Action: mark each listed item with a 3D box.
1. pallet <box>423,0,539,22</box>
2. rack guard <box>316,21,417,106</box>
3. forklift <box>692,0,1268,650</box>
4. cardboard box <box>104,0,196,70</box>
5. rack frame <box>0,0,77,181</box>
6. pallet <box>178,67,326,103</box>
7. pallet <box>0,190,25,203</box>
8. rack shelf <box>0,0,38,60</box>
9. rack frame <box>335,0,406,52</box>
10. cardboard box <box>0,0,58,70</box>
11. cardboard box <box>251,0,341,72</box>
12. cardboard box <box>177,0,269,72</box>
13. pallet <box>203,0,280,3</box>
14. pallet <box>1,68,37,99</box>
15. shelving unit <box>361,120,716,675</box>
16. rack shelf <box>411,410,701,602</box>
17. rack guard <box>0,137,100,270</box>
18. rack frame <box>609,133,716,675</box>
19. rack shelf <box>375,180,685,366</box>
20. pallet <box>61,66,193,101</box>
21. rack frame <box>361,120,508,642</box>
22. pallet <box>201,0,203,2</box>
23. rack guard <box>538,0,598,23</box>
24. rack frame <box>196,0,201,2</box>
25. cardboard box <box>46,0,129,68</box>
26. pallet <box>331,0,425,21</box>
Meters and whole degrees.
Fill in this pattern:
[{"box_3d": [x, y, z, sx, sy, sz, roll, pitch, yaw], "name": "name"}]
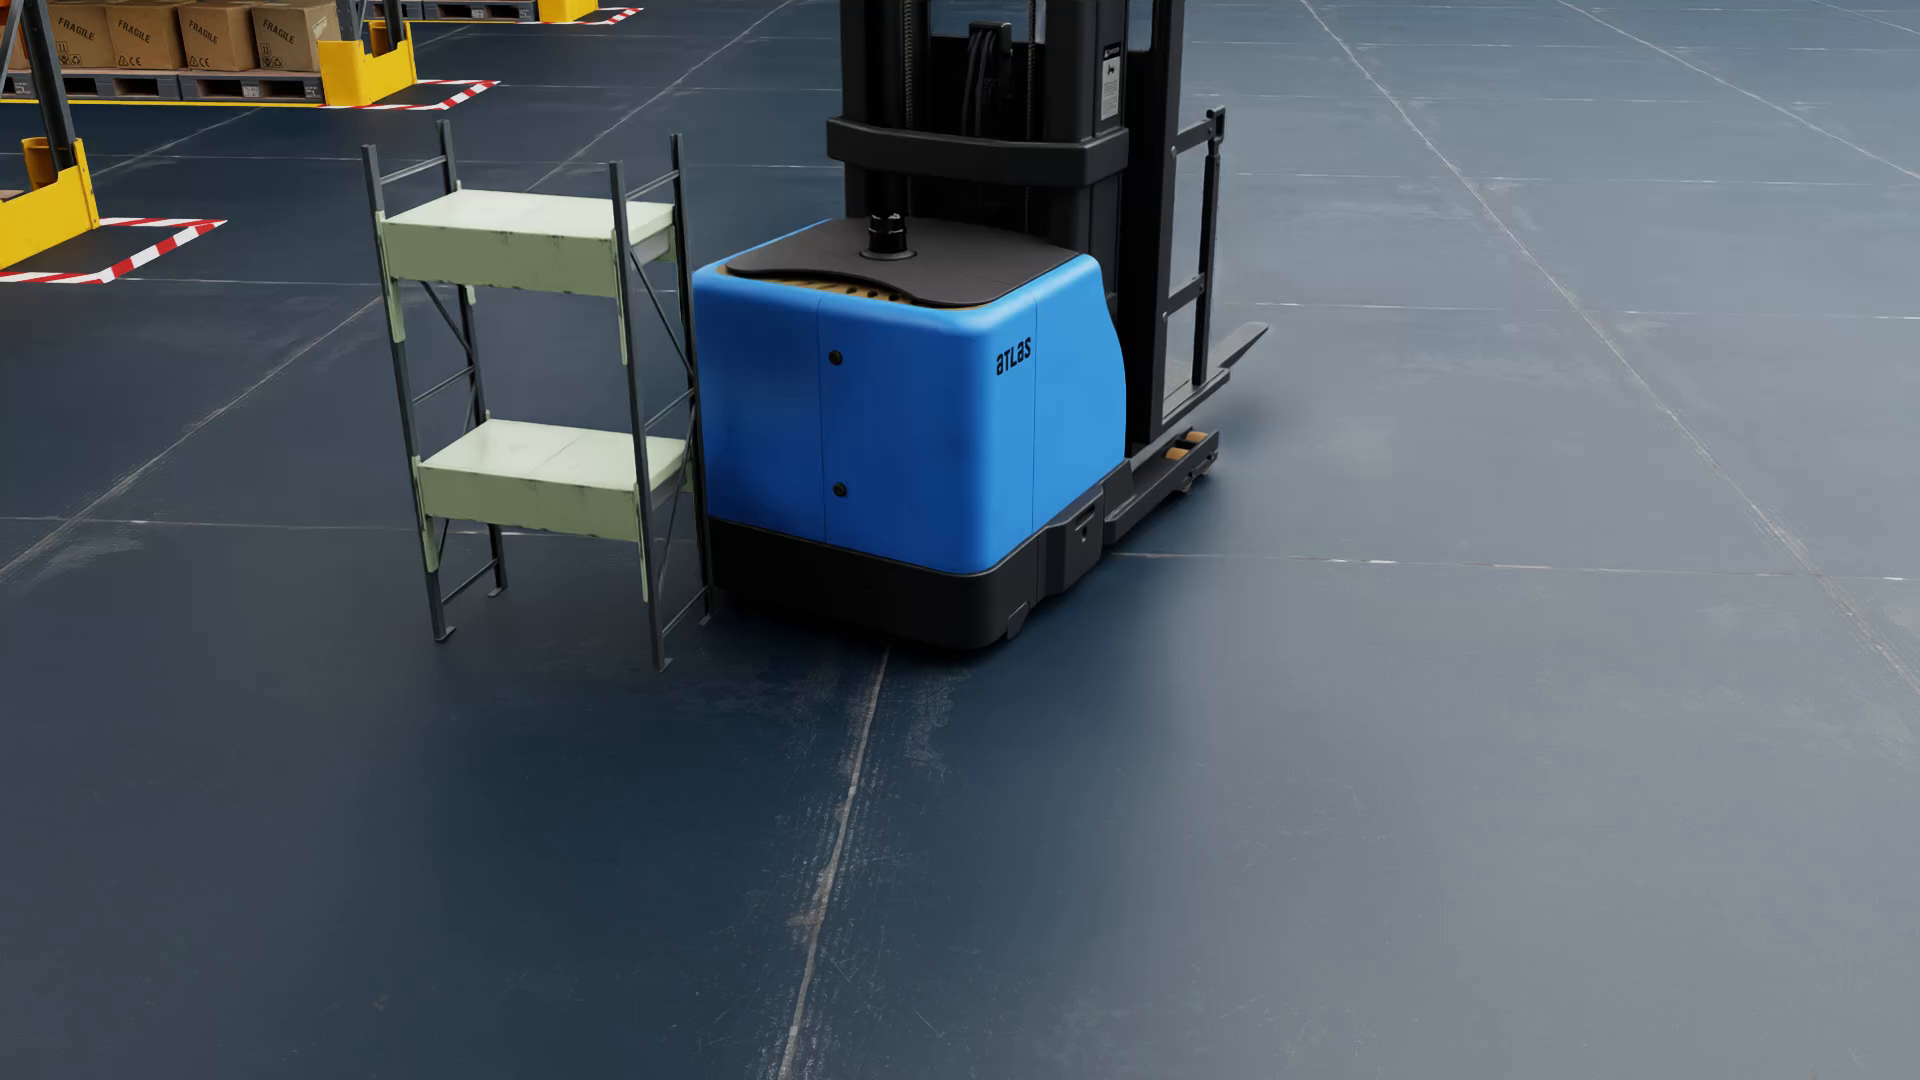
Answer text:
[{"box_3d": [-5.119, -5.859, 18.230, 1.213, 0.211, 1.003, 2, 25, 4], "name": "pallet"}, {"box_3d": [-4.872, -3.935, 13.704, 0.348, 0.500, 1.175, 2, 25, 4], "name": "rack guard"}, {"box_3d": [0.323, -1.587, 5.694, 1.130, 2.935, 3.031, 13, 28, 26], "name": "forklift"}, {"box_3d": [-6.638, -4.183, 13.741, 0.500, 0.500, 0.500, 4, 25, 9], "name": "cardboard box"}, {"box_3d": [-5.175, -3.004, 8.690, 0.127, 3.000, 1.000, 2, 25, 4], "name": "rack frame"}, {"box_3d": [-5.679, -3.845, 13.853, 1.213, 0.211, 1.003, 2, 25, 4], "name": "pallet"}, {"box_3d": [-6.064, -1.748, 9.297, 1.213, 0.211, 1.003, 2, 25, 4], "name": "pallet"}, {"box_3d": [-7.169, -2.741, 8.980, 4.000, 0.370, 1.077, 2, 25, 4], "name": "rack shelf"}, {"box_3d": [-4.796, -5.068, 13.176, 0.127, 3.000, 1.000, 2, 25, 4], "name": "rack frame"}, {"box_3d": [-7.817, -4.207, 13.792, 0.500, 0.500, 0.500, 10, 27, 21], "name": "cardboard box"}, {"box_3d": [-5.417, -4.151, 13.670, 0.500, 0.500, 0.500, 6, 25, 14], "name": "cardboard box"}, {"box_3d": [-6.016, -4.155, 13.680, 0.500, 0.500, 0.500, 8, 26, 18], "name": "cardboard box"}, {"box_3d": [-7.551, -5.937, 18.399, 1.213, 0.211, 1.003, 2, 25, 4], "name": "pallet"}, {"box_3d": [-8.112, -3.923, 14.023, 1.213, 0.211, 1.003, 2, 25, 4], "name": "pallet"}, {"box_3d": [-1.187, -0.409, 4.844, 0.755, 1.500, 0.431, 7, 26, 15], "name": "shelving unit"}, {"box_3d": [-1.187, -0.112, 4.980, 0.720, 0.370, 0.431, 7, 26, 15], "name": "rack shelf"}, {"box_3d": [-5.254, -1.851, 9.175, 0.348, 0.500, 1.175, 2, 25, 4], "name": "rack guard"}, {"box_3d": [-0.836, -0.366, 4.751, 0.023, 1.500, 0.400, 7, 26, 15], "name": "rack frame"}, {"box_3d": [-1.187, -0.763, 4.680, 0.720, 0.370, 0.431, 7, 26, 15], "name": "rack shelf"}, {"box_3d": [-6.892, -3.885, 13.940, 1.213, 0.211, 1.003, 2, 25, 4], "name": "pallet"}, {"box_3d": [-1.539, -0.451, 4.936, 0.023, 1.500, 0.400, 7, 26, 15], "name": "rack frame"}, {"box_3d": [-9.079, -5.987, 18.509, 1.213, 0.211, 1.003, 2, 25, 4], "name": "pallet"}, {"box_3d": [-4.291, -5.996, 18.183, 0.348, 0.500, 1.175, 2, 25, 4], "name": "rack guard"}, {"box_3d": [-8.304, -7.260, 17.940, 0.127, 3.000, 1.000, 2, 25, 4], "name": "rack frame"}, {"box_3d": [-7.192, -4.220, 13.820, 0.500, 0.500, 0.500, 0, 25, -1], "name": "cardboard box"}, {"box_3d": [-6.332, -5.899, 18.317, 1.213, 0.211, 1.003, 2, 25, 4], "name": "pallet"}]
